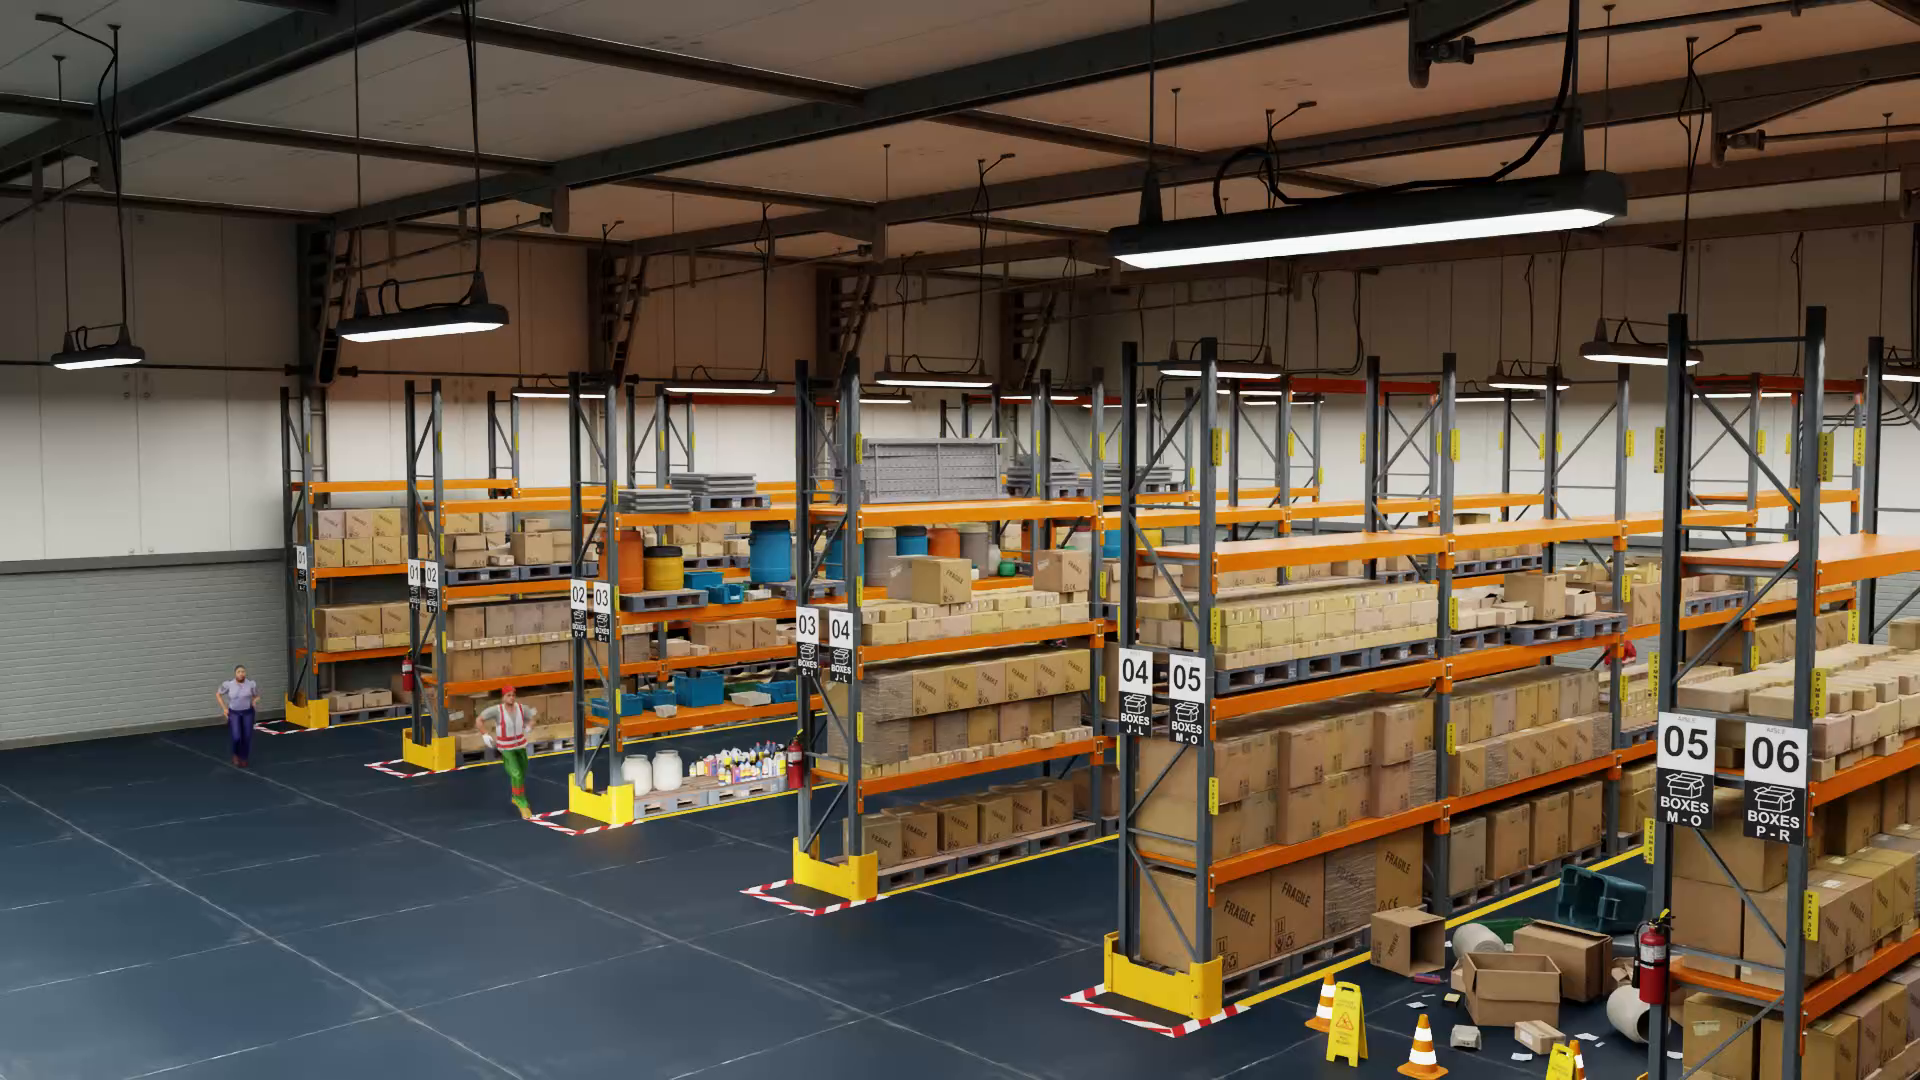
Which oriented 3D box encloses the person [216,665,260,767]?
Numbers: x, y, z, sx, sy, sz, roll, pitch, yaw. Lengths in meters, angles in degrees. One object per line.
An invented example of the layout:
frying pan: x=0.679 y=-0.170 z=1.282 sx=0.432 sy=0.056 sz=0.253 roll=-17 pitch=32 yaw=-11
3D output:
person: x=-11.117 y=2.731 z=25.651 sx=0.611 sy=1.589 sz=0.662 roll=-2 pitch=4 yaw=-29

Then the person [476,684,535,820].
person: x=-6.081 y=2.844 z=22.415 sx=0.745 sy=1.825 sz=0.726 roll=-3 pitch=5 yaw=-39

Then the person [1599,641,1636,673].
person: x=11.929 y=2.412 z=30.187 sx=0.821 sy=1.708 sz=0.704 roll=-3 pitch=5 yaw=-40
